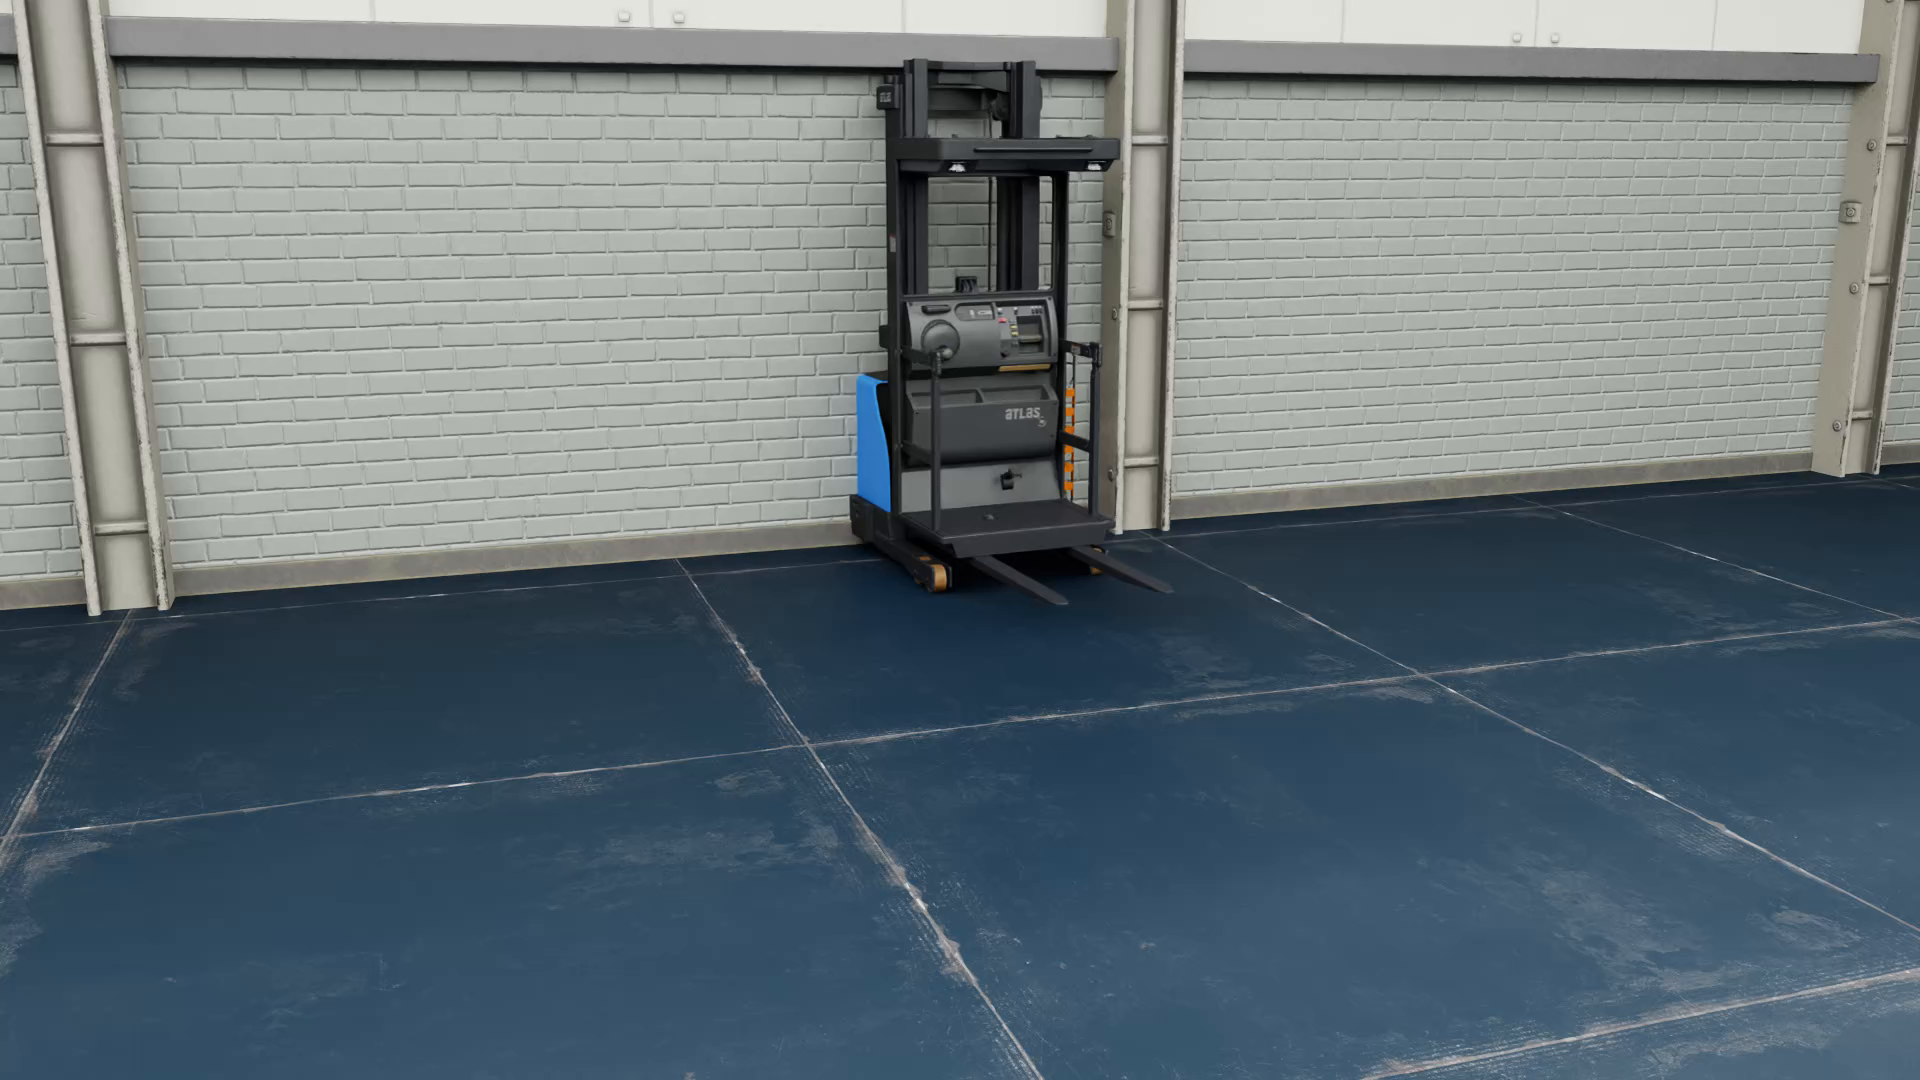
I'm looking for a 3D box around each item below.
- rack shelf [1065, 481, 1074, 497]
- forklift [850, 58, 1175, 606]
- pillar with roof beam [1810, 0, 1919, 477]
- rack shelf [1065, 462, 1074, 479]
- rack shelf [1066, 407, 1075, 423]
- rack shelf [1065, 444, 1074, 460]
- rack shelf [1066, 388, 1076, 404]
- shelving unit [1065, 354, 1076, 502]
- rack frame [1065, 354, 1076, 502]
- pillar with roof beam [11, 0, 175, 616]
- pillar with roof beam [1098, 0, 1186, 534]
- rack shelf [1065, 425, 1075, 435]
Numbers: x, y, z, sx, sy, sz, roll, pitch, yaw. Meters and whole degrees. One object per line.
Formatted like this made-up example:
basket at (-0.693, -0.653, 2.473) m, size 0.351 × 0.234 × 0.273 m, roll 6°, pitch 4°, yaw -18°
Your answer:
rack shelf at (0.581, -0.335, 10.686) m, size 0.180 × 0.103 × 0.258 m, roll -10°, pitch 17°, yaw -36°
forklift at (0.218, -1.238, 9.512) m, size 1.130 × 2.935 × 3.031 m, roll -6°, pitch 14°, yaw -22°
pillar with roof beam at (8.204, -3.960, 7.847) m, size 0.400 × 9.000 × 9.100 m, roll -4°, pitch 14°, yaw -18°
rack shelf at (0.581, -0.451, 10.659) m, size 0.180 × 0.103 × 0.258 m, roll -10°, pitch 17°, yaw -36°
rack shelf at (0.581, -0.802, 10.575) m, size 0.180 × 0.103 × 0.258 m, roll -10°, pitch 17°, yaw -36°
rack shelf at (0.581, -0.568, 10.631) m, size 0.180 × 0.103 × 0.258 m, roll -10°, pitch 17°, yaw -36°
rack shelf at (0.581, -0.918, 10.548) m, size 0.180 × 0.103 × 0.258 m, roll -10°, pitch 17°, yaw -36°
shelving unit at (0.581, -0.611, 10.621) m, size 0.189 × 1.200 × 0.258 m, roll -10°, pitch 17°, yaw -36°
rack frame at (0.654, -0.624, 10.674) m, size 0.006 × 1.200 × 0.240 m, roll -10°, pitch 17°, yaw -36°
pillar with roof beam at (-3.170, -3.075, 4.123) m, size 0.400 × 9.000 × 9.100 m, roll -4°, pitch 14°, yaw -18°
pillar with roof beam at (2.517, -3.518, 5.985) m, size 0.400 × 9.000 × 9.100 m, roll -4°, pitch 14°, yaw -18°
rack shelf at (0.581, -0.685, 10.603) m, size 0.180 × 0.103 × 0.258 m, roll -10°, pitch 17°, yaw -36°
